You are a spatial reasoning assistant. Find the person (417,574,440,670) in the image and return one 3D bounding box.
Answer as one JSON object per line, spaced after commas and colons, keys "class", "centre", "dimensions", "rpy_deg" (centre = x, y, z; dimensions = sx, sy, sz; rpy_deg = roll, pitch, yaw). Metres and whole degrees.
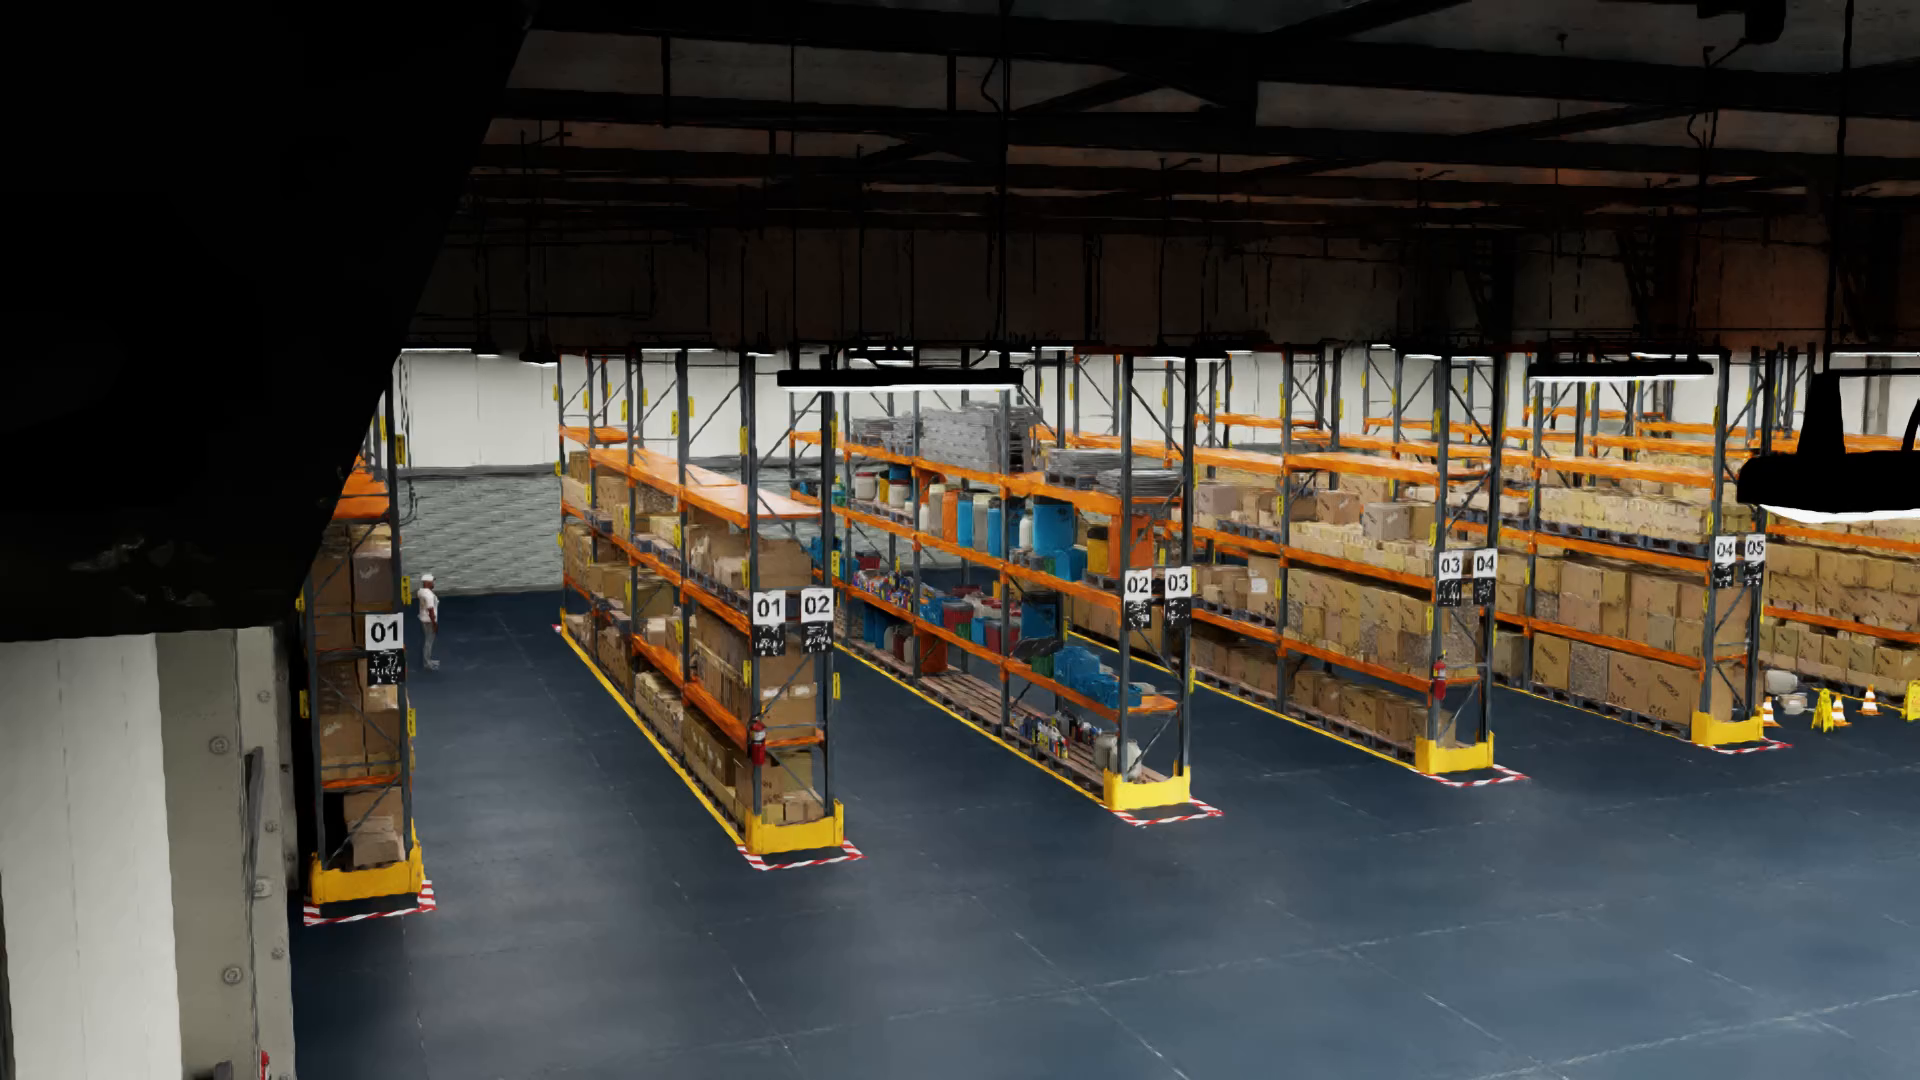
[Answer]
{"class": "person", "centre": [-9.893, 1.500, 31.029], "dimensions": [0.389, 1.766, 0.669], "rpy_deg": [-4, 9, -31]}
